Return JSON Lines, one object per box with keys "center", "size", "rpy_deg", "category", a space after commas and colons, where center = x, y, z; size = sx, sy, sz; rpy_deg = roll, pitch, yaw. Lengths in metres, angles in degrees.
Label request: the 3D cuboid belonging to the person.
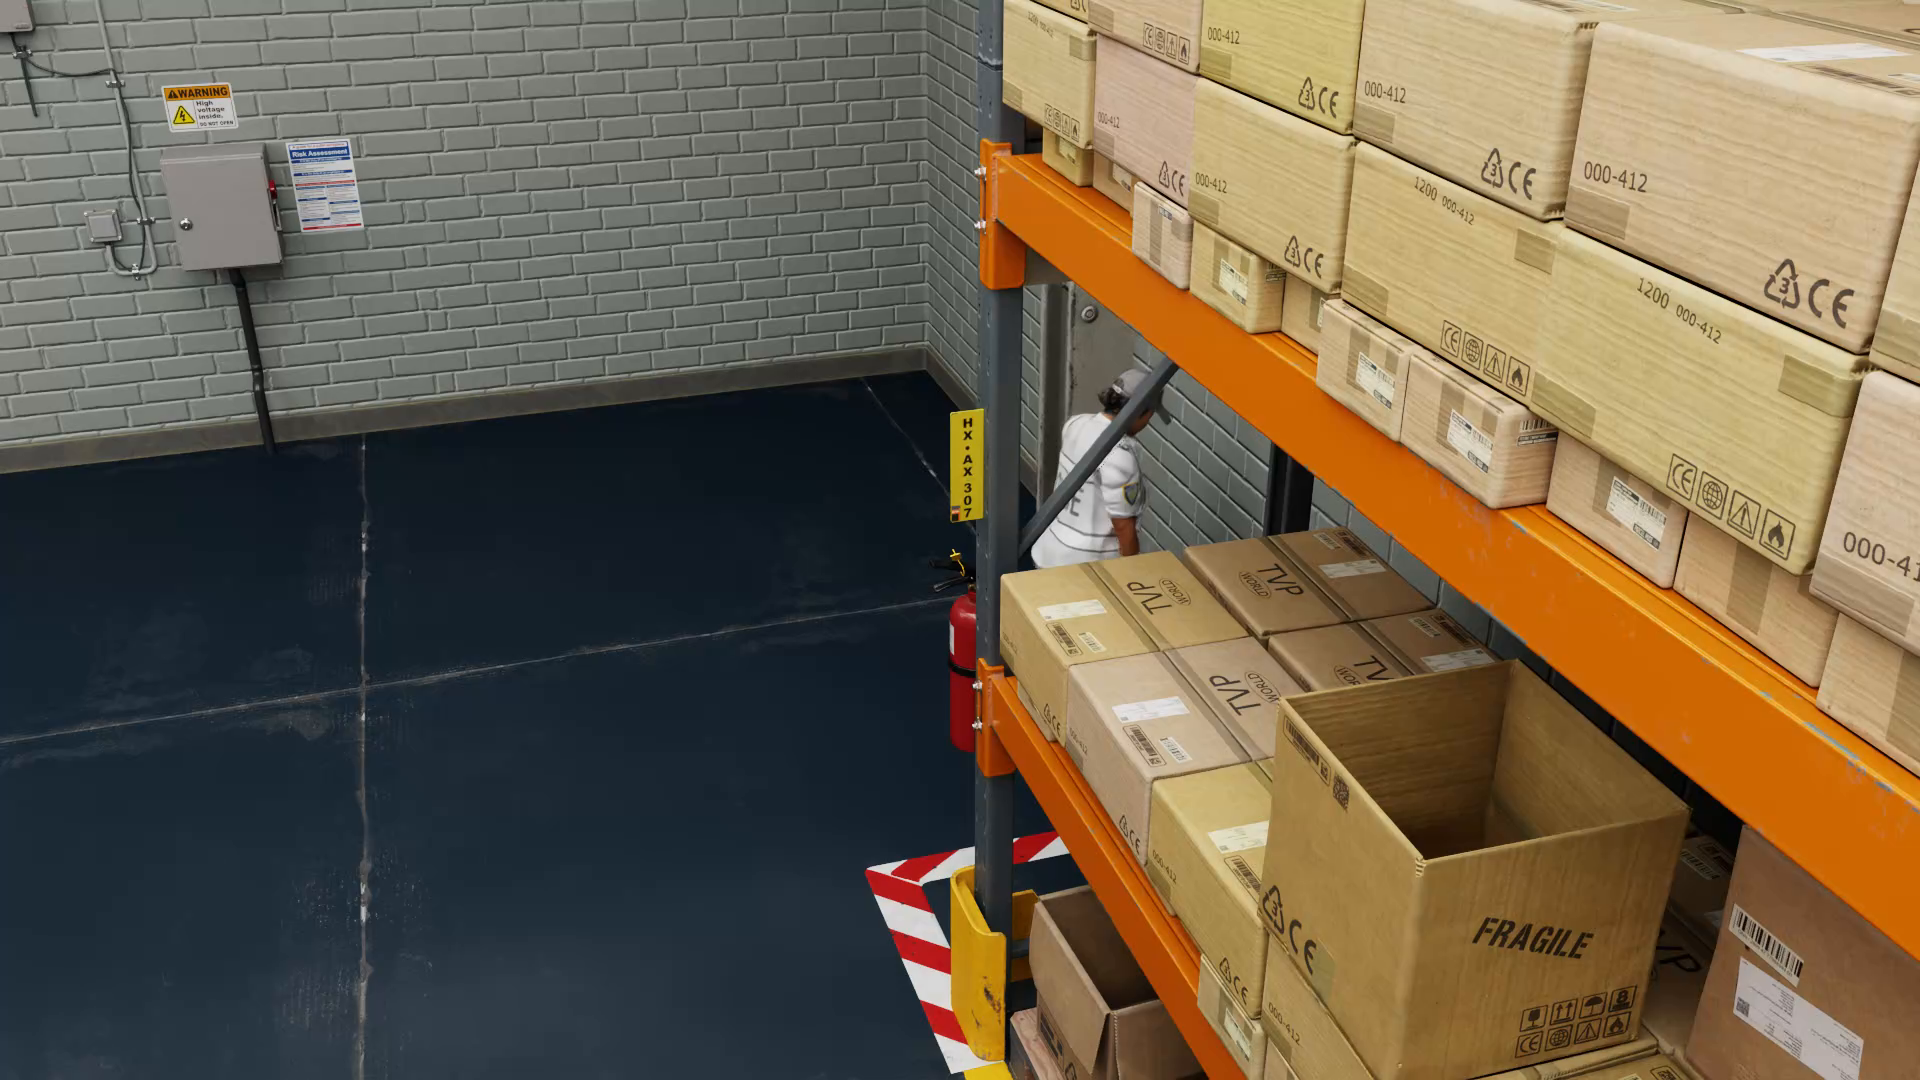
{"center": [0.549, 0.093, 6.529], "size": [0.532, 1.587, 0.507], "rpy_deg": [-8, 27, -15], "category": "person"}
